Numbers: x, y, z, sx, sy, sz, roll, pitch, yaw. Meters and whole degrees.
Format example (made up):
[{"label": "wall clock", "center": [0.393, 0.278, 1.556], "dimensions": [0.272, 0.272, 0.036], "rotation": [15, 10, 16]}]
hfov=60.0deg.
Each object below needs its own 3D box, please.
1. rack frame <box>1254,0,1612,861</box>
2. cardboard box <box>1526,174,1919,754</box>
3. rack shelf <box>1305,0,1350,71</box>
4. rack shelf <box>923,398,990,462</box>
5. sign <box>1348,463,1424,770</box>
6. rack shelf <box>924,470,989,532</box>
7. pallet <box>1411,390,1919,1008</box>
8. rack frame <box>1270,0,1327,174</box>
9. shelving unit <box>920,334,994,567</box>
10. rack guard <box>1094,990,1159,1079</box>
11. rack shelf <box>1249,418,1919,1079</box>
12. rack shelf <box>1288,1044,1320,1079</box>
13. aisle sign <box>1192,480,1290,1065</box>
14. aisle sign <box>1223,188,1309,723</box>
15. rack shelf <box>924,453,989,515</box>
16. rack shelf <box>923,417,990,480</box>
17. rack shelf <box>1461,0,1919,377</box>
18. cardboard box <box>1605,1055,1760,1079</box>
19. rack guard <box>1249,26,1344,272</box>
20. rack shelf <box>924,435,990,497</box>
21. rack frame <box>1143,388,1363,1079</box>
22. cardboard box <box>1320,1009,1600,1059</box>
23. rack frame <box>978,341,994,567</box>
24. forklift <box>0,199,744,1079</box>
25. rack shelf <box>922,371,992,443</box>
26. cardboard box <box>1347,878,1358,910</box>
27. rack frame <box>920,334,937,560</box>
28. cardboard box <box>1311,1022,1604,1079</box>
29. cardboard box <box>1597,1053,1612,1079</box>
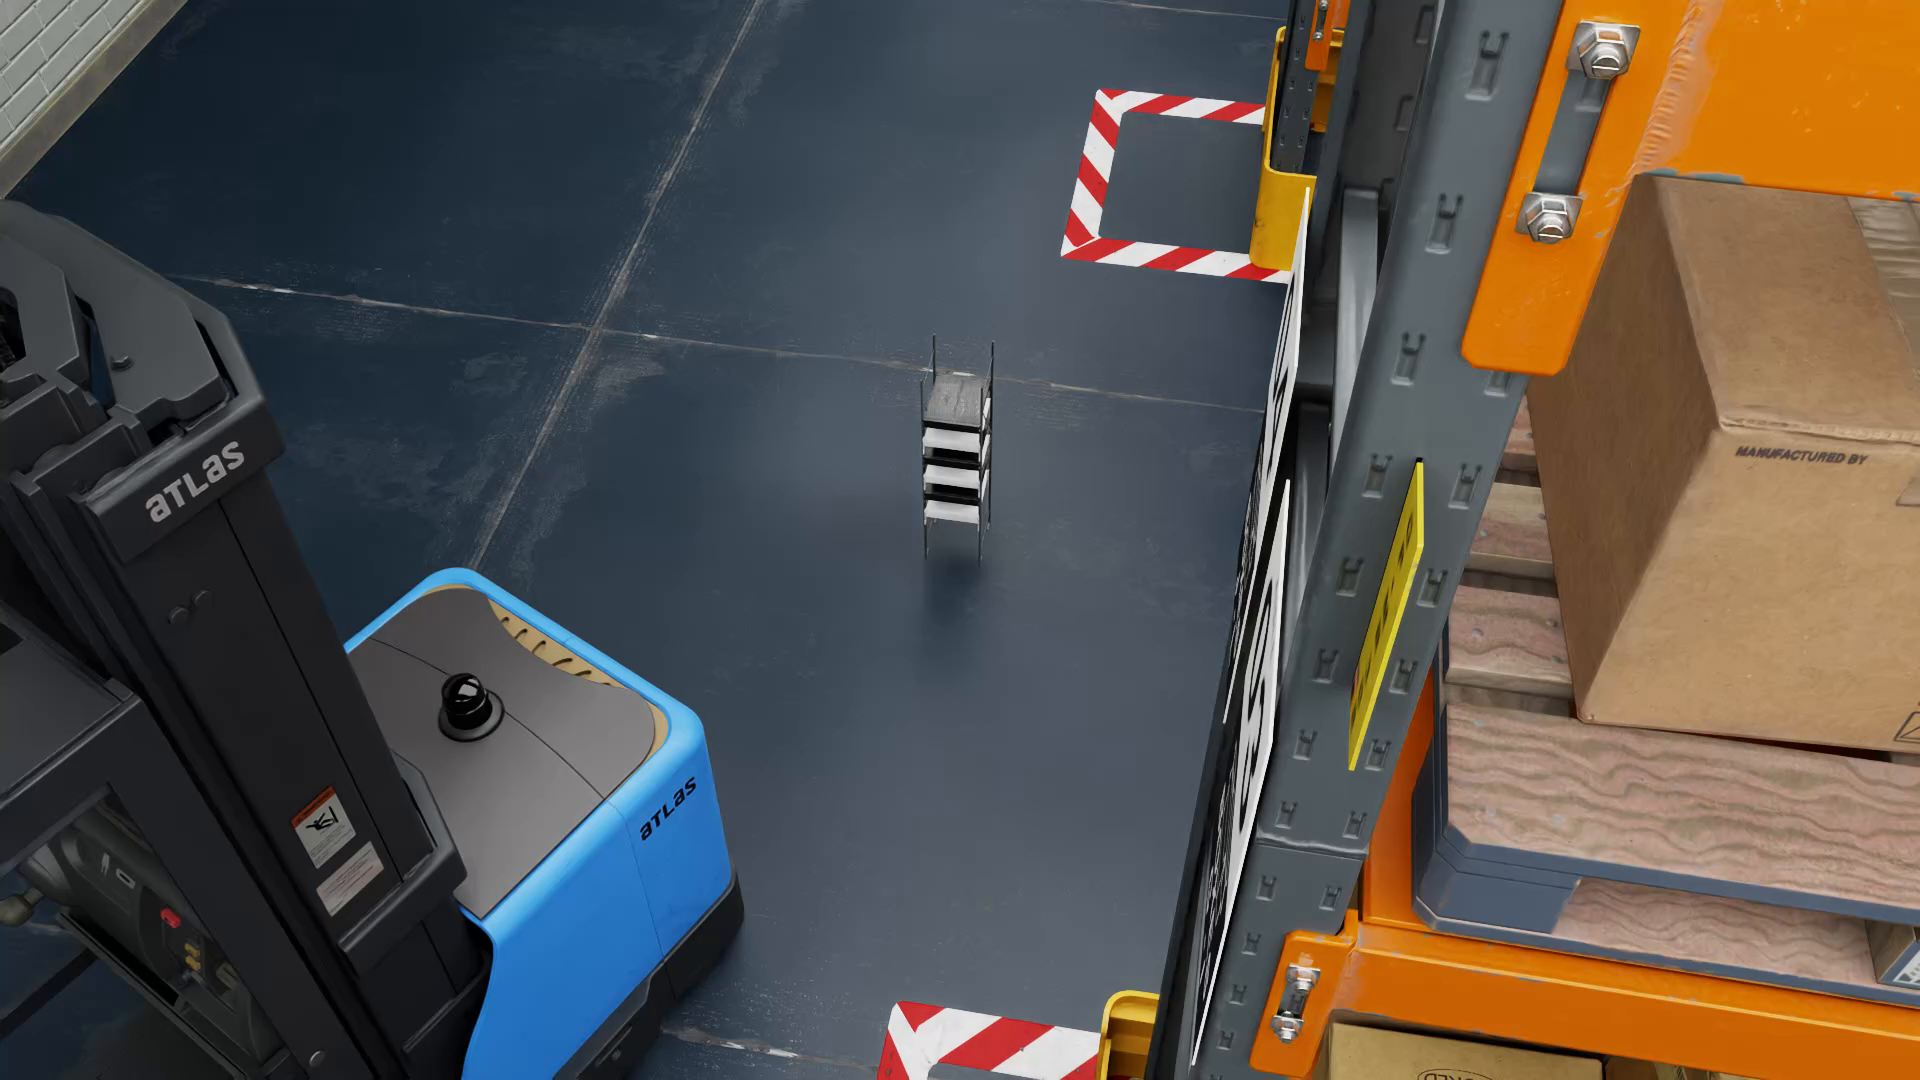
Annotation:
[{"label": "rack frame", "center": [0.488, -1.012, 1.110], "dimensions": [0.127, 3.000, 1.000], "rotation": [8, 49, 7]}, {"label": "cardboard box", "center": [1.009, -0.187, 1.968], "dimensions": [0.500, 0.500, 0.700], "rotation": [5, 48, 5]}, {"label": "rack shelf", "center": [3.438, -2.119, 6.621], "dimensions": [4.000, 0.370, 1.077], "rotation": [8, 49, 7]}, {"label": "rack shelf", "center": [-0.008, -0.400, 5.807], "dimensions": [0.200, 0.077, 0.258], "rotation": [8, 49, 7]}, {"label": "sign", "center": [0.384, 0.077, 1.507], "dimensions": [0.005, 0.325, 0.100], "rotation": [8, 49, 7]}, {"label": "rack shelf", "center": [-0.008, -0.159, 6.075], "dimensions": [0.200, 0.077, 0.258], "rotation": [8, 49, 7]}, {"label": "pallet", "center": [1.220, 0.111, 2.177], "dimensions": [1.213, 0.211, 1.003], "rotation": [8, 49, 7]}, {"label": "rack frame", "center": [1.470, -2.624, 6.591], "dimensions": [0.127, 3.000, 1.000], "rotation": [8, 49, 7]}, {"label": "shelving unit", "center": [-0.008, -0.302, 5.916], "dimensions": [0.210, 0.900, 0.258], "rotation": [8, 49, 7]}, {"label": "rack guard", "center": [0.465, 1.825, 4.274], "dimensions": [0.348, 0.500, 1.175], "rotation": [8, 49, 7]}, {"label": "rack shelf", "center": [2.456, 0.495, 2.255], "dimensions": [4.000, 0.370, 1.077], "rotation": [8, 49, 7]}, {"label": "rack shelf", "center": [2.456, 1.498, 3.371], "dimensions": [4.000, 0.370, 1.077], "rotation": [8, 49, 7]}, {"label": "aisle sign", "center": [0.364, 0.334, 2.185], "dimensions": [0.004, 0.787, 0.394], "rotation": [8, 49, 7]}, {"label": "aisle sign", "center": [0.471, -0.105, 2.580], "dimensions": [0.004, 0.787, 0.394], "rotation": [8, 49, 7]}, {"label": "rack shelf", "center": [-0.008, -0.219, 6.008], "dimensions": [0.200, 0.077, 0.258], "rotation": [8, 49, 7]}, {"label": "rack shelf", "center": [-0.008, -0.340, 5.874], "dimensions": [0.200, 0.077, 0.258], "rotation": [8, 49, 7]}, {"label": "rack shelf", "center": [2.456, -0.373, 1.288], "dimensions": [4.000, 0.370, 1.077], "rotation": [8, 49, 7]}, {"label": "cardboard box", "center": [1.405, 1.020, 2.713], "dimensions": [0.500, 0.500, 0.500], "rotation": [7, 48, 6]}, {"label": "rack guard", "center": [1.545, -1.779, 7.512], "dimensions": [0.348, 0.500, 1.175], "rotation": [8, 49, 7]}, {"label": "rack shelf", "center": [-0.008, -0.280, 5.941], "dimensions": [0.200, 0.077, 0.258], "rotation": [8, 49, 7]}, {"label": "rack frame", "center": [0.488, 0.993, 3.341], "dimensions": [0.127, 3.000, 1.000], "rotation": [8, 49, 7]}, {"label": "cardboard box", "center": [1.012, 0.814, 3.403], "dimensions": [0.500, 0.250, 0.500], "rotation": [7, 48, 6]}, {"label": "rack frame", "center": [0.092, -0.288, 5.904], "dimensions": [0.006, 0.900, 0.240], "rotation": [8, 49, 7]}, {"label": "forklift", "center": [-1.935, 0.890, 3.480], "dimensions": [1.130, 2.935, 3.031], "rotation": [28, 54, 23]}, {"label": "rack shelf", "center": [-0.008, -0.460, 5.740], "dimensions": [0.200, 0.077, 0.258], "rotation": [8, 49, 7]}, {"label": "cardboard box", "center": [1.014, 0.565, 3.122], "dimensions": [0.500, 0.500, 0.500], "rotation": [8, 49, 7]}, {"label": "rack frame", "center": [-0.108, -0.315, 5.928], "dimensions": [0.006, 0.900, 0.240], "rotation": [8, 49, 7]}, {"label": "cardboard box", "center": [0.913, 1.205, 3.052], "dimensions": [0.500, 0.250, 0.500], "rotation": [7, 48, 6]}, {"label": "cardboard box", "center": [1.511, 0.881, 3.343], "dimensions": [0.500, 0.250, 0.500], "rotation": [7, 48, 6]}]
